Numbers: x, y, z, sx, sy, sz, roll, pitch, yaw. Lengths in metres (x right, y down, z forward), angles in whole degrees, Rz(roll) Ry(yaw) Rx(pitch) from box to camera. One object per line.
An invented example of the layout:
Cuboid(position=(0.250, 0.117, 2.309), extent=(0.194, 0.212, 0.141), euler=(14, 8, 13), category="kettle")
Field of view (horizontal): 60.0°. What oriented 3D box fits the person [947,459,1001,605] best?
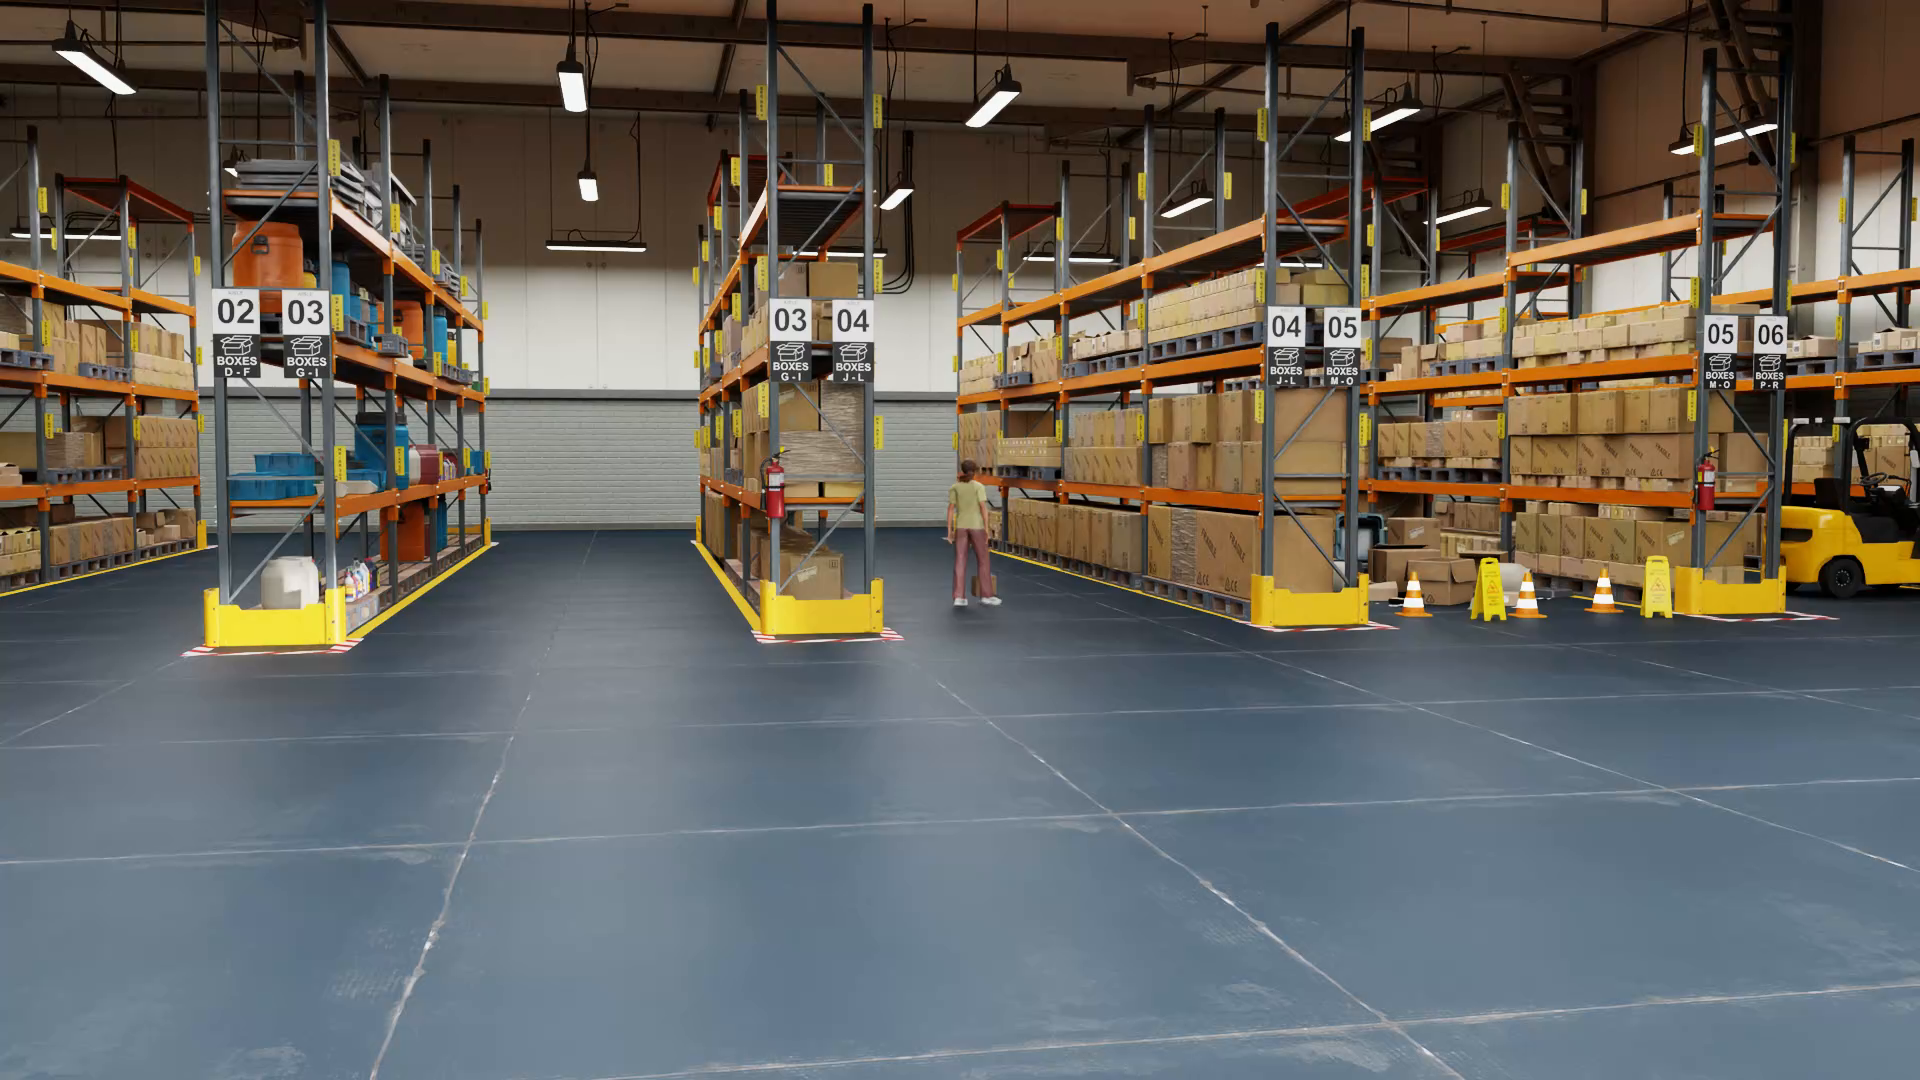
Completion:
Cuboid(position=(0.128, -0.074, 18.745), extent=(0.545, 1.634, 0.765), euler=(1, 3, 14), category="person")
